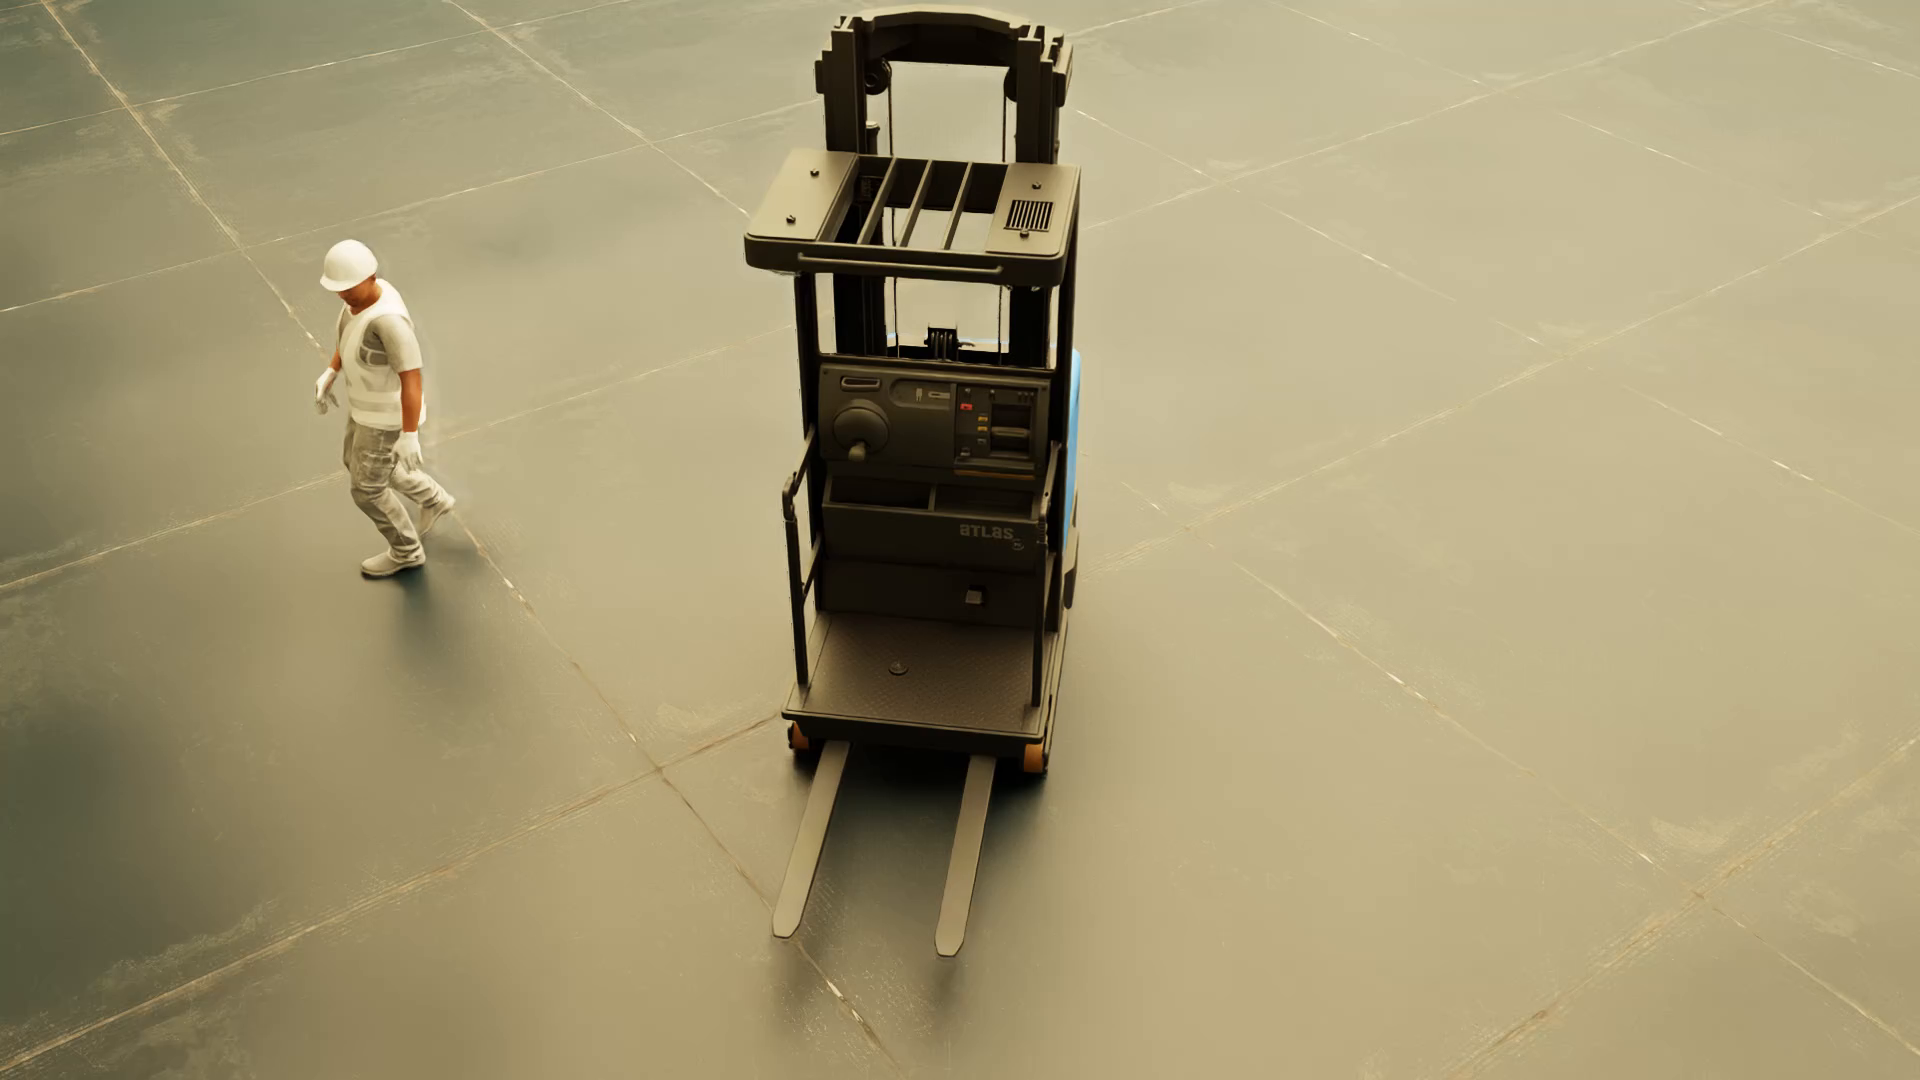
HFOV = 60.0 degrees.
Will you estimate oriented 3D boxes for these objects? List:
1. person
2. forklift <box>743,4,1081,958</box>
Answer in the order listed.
[{"bbox_3d":[-2.719,-0.583,7.738,0.530,1.738,0.775,-11,38,-14],"label":"person"},{"bbox_3d":[-0.136,-0.414,6.505,1.130,2.935,3.031,5,37,7],"label":"forklift"}]
